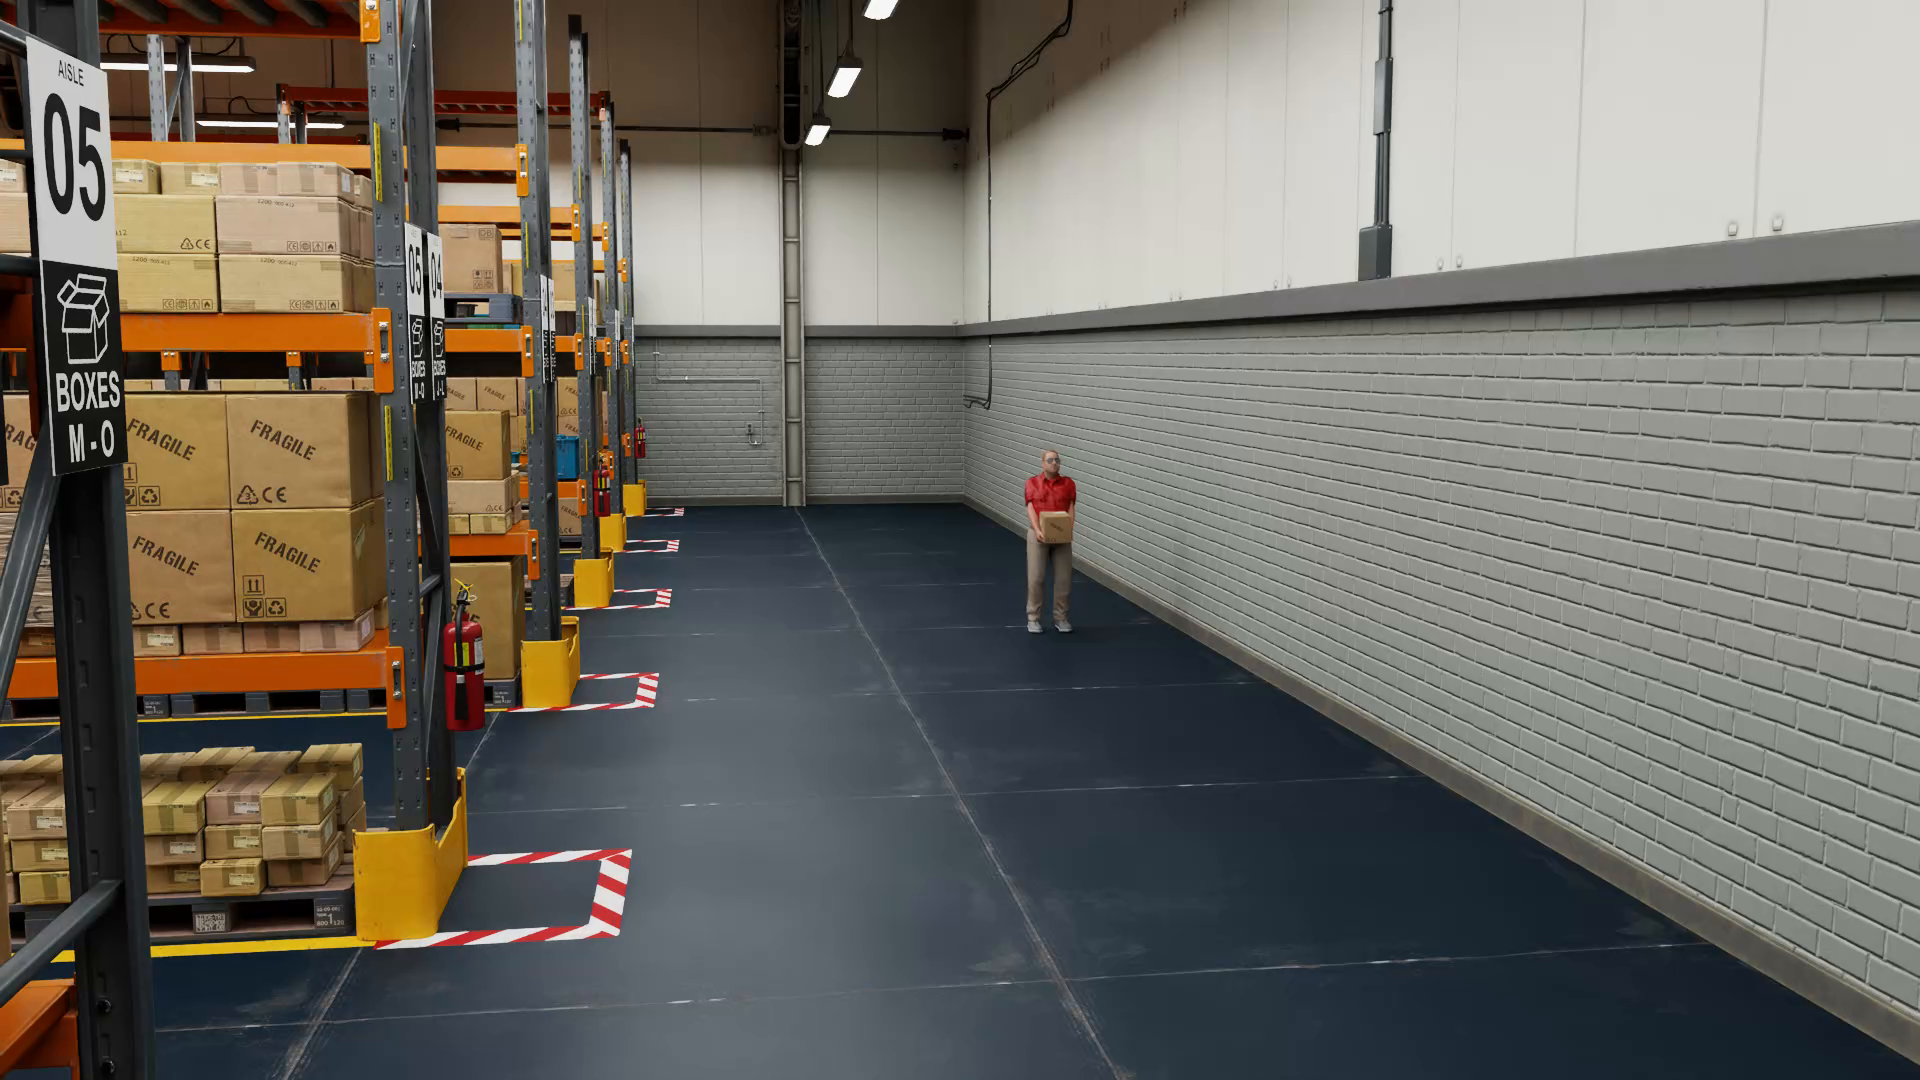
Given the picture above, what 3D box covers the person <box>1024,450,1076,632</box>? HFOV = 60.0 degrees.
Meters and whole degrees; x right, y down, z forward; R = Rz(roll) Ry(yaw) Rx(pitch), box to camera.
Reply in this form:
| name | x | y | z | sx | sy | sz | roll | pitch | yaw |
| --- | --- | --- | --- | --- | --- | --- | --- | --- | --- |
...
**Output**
| name | x | y | z | sx | sy | sz | roll | pitch | yaw |
| --- | --- | --- | --- | --- | --- | --- | --- | --- | --- |
| person | 0.875 | 0.018 | 15.677 | 0.494 | 1.713 | 0.536 | -1 | 7 | -9 |
